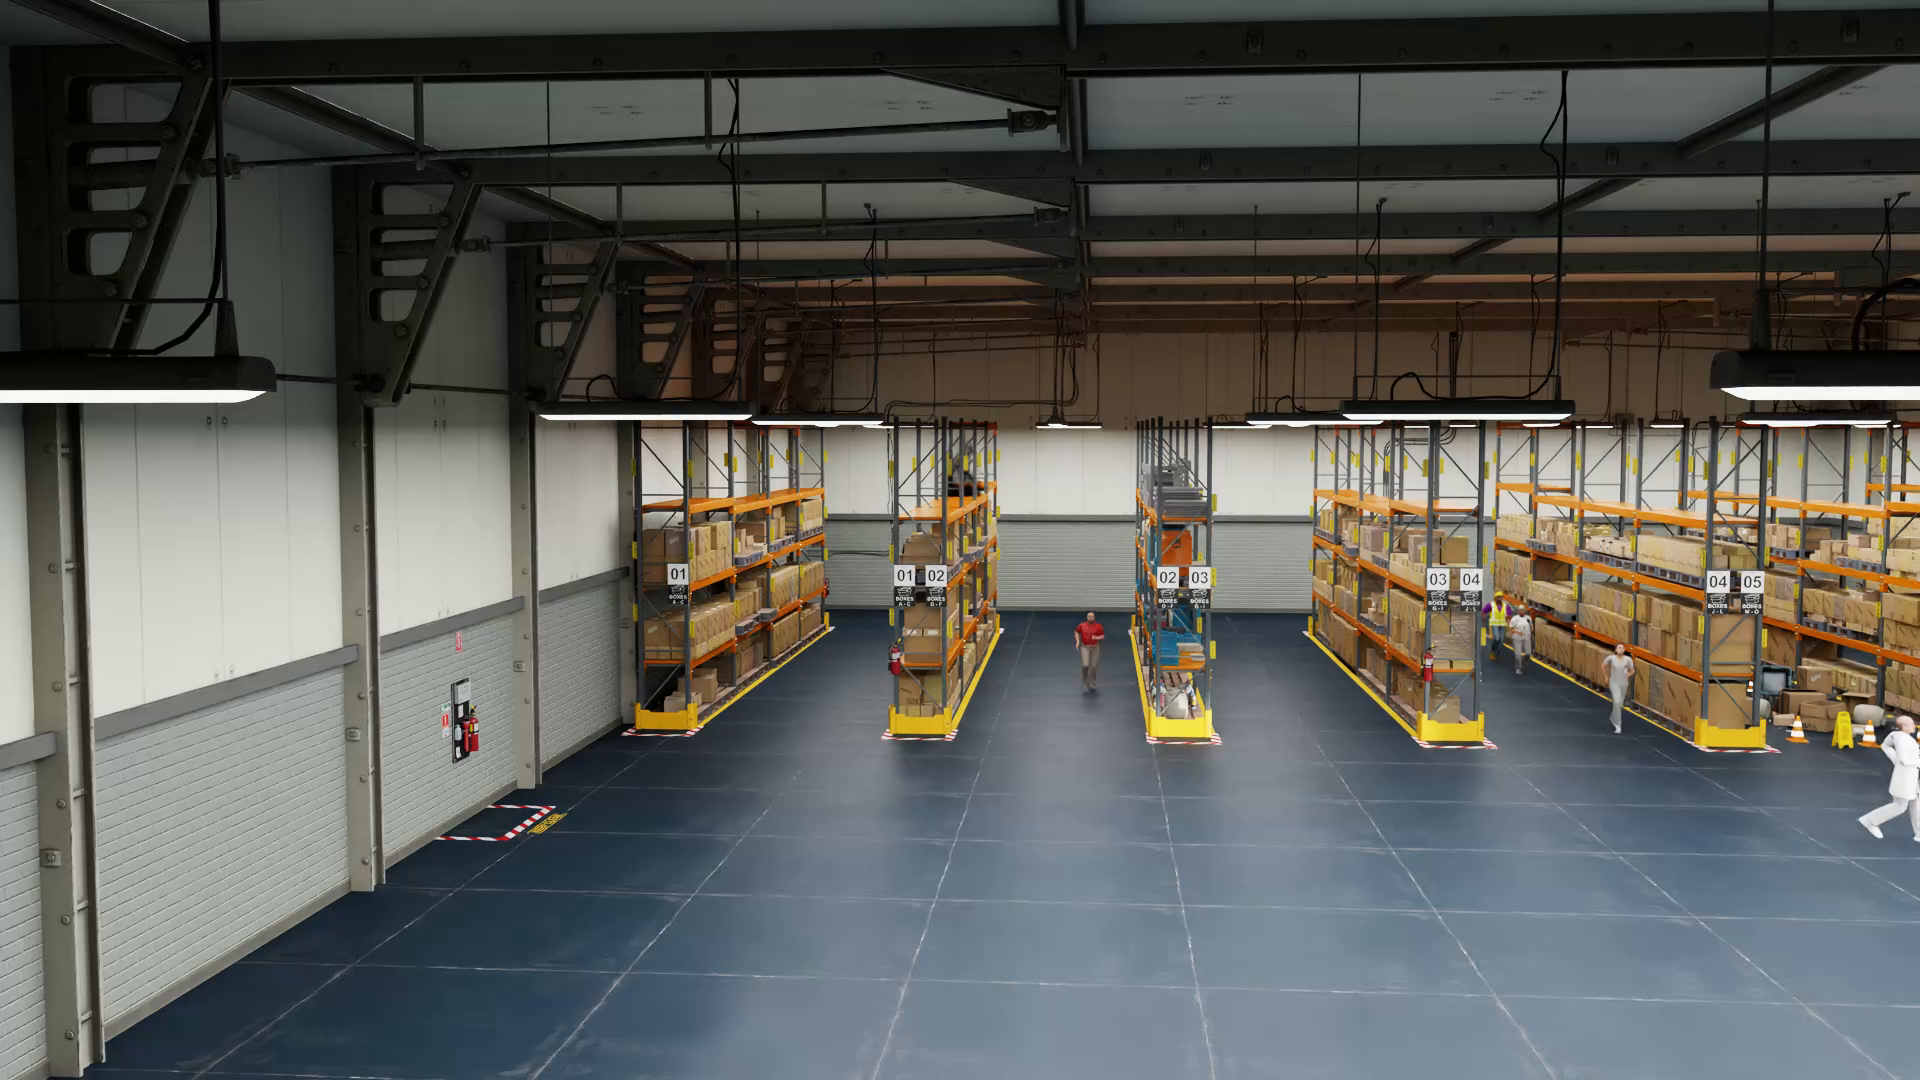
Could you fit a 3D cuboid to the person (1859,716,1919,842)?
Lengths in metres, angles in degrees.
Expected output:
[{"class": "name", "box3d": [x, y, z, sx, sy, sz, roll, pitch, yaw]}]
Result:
[{"class": "person", "box3d": [13.028, 3.360, 22.961, 1.049, 1.687, 0.710, 2, 4, 29]}]

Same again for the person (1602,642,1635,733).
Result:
[{"class": "person", "box3d": [12.640, 2.802, 31.891, 0.559, 1.703, 0.807, 0, 4, 4]}]

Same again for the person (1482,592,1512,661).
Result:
[{"class": "person", "box3d": [13.363, 2.148, 41.262, 0.684, 1.740, 0.667, 0, 4, 0]}]

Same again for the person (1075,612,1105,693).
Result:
[{"class": "person", "box3d": [2.872, 2.479, 36.680, 0.633, 1.801, 0.760, 0, 4, -1]}]

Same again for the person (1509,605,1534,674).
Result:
[{"class": "person", "box3d": [13.266, 2.354, 39.205, 0.599, 1.628, 0.537, 0, 4, 4]}]
